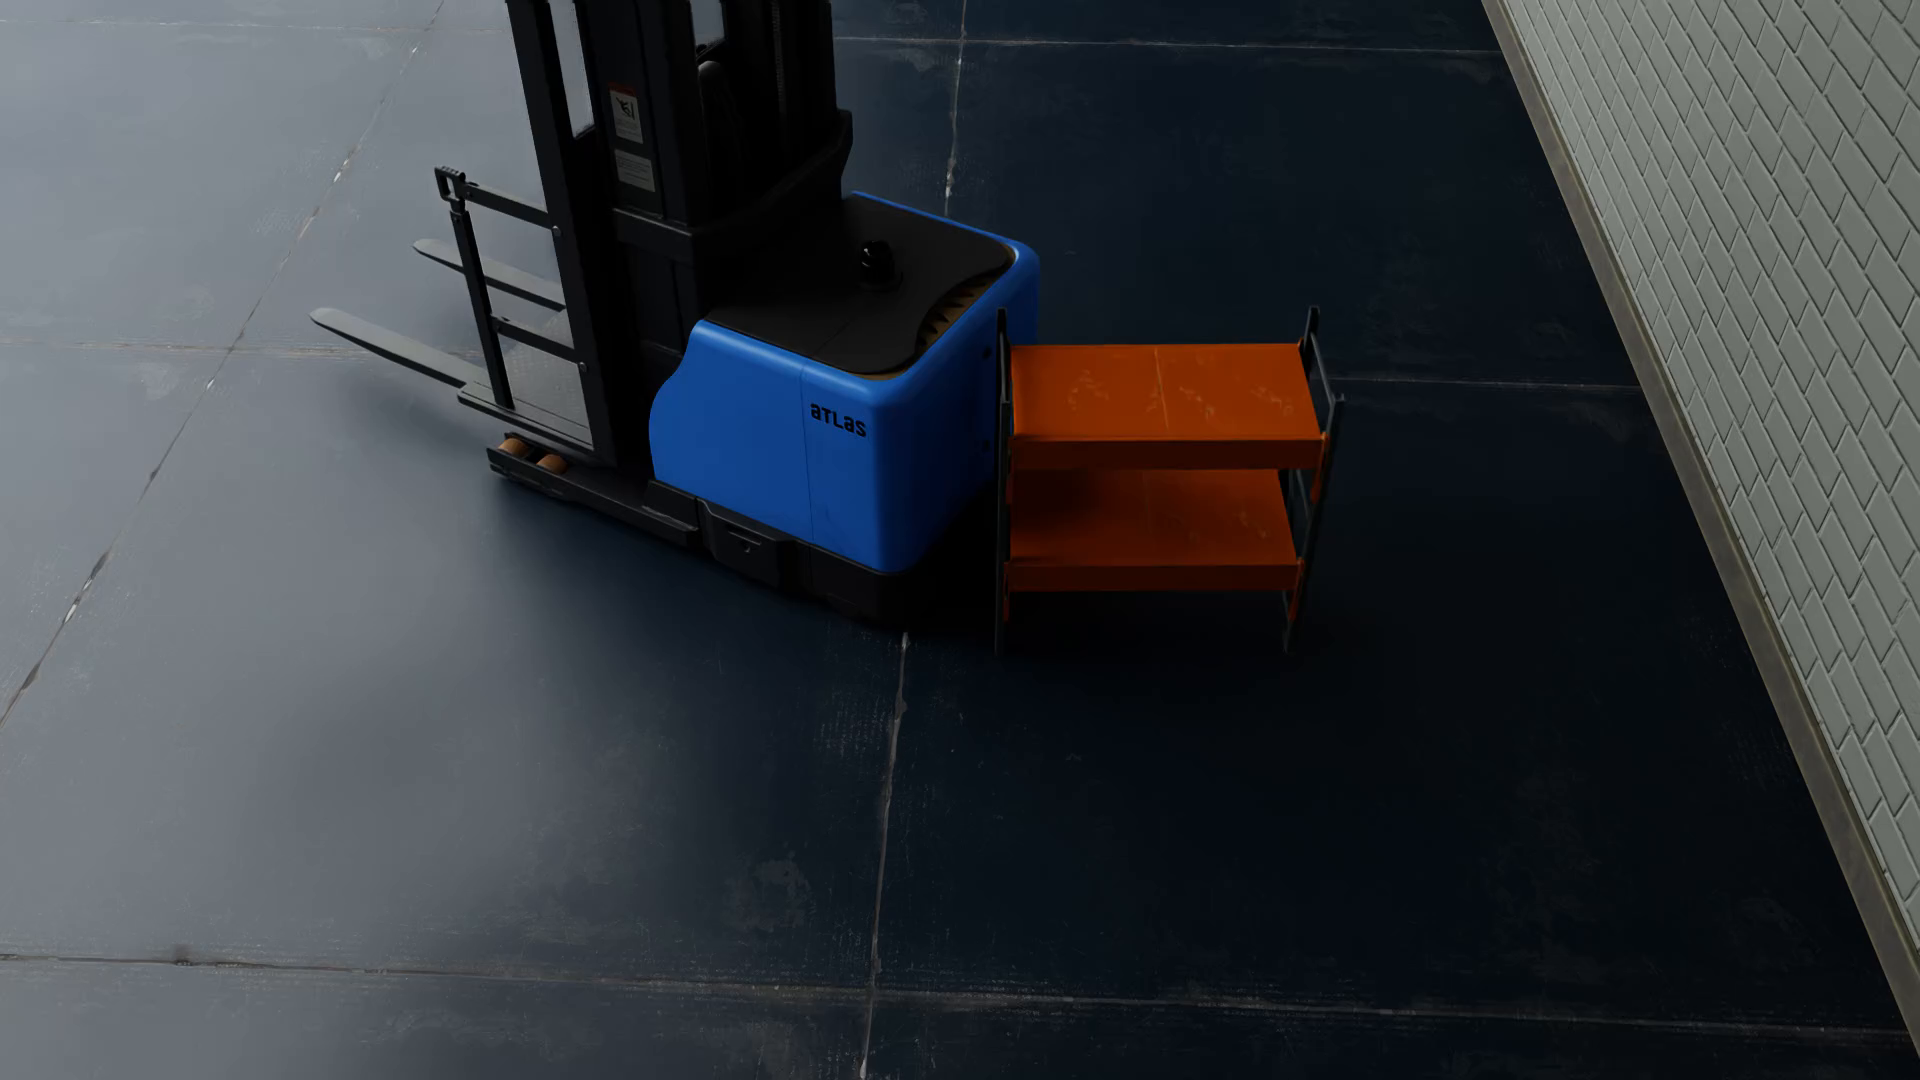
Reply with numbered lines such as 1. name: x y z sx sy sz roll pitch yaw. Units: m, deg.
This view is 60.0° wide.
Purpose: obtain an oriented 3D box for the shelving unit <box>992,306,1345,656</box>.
1. shelving unit: 0.646 -0.178 5.615 1.048 1.125 0.538 0 43 0

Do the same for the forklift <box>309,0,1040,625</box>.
1. forklift: -1.240 -1.524 5.736 3.031 2.935 1.130 22 47 22

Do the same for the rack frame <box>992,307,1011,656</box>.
1. rack frame: 0.138 -0.176 5.613 0.032 1.125 0.500 0 43 0

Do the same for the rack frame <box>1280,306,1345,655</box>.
1. rack frame: 1.154 -0.180 5.618 0.032 1.125 0.500 0 43 0

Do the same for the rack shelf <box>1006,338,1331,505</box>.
1. rack shelf: 0.646 -0.392 5.416 1.000 0.278 0.538 0 43 0

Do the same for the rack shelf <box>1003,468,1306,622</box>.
1. rack shelf: 0.646 0.001 5.782 1.000 0.278 0.538 0 43 0
